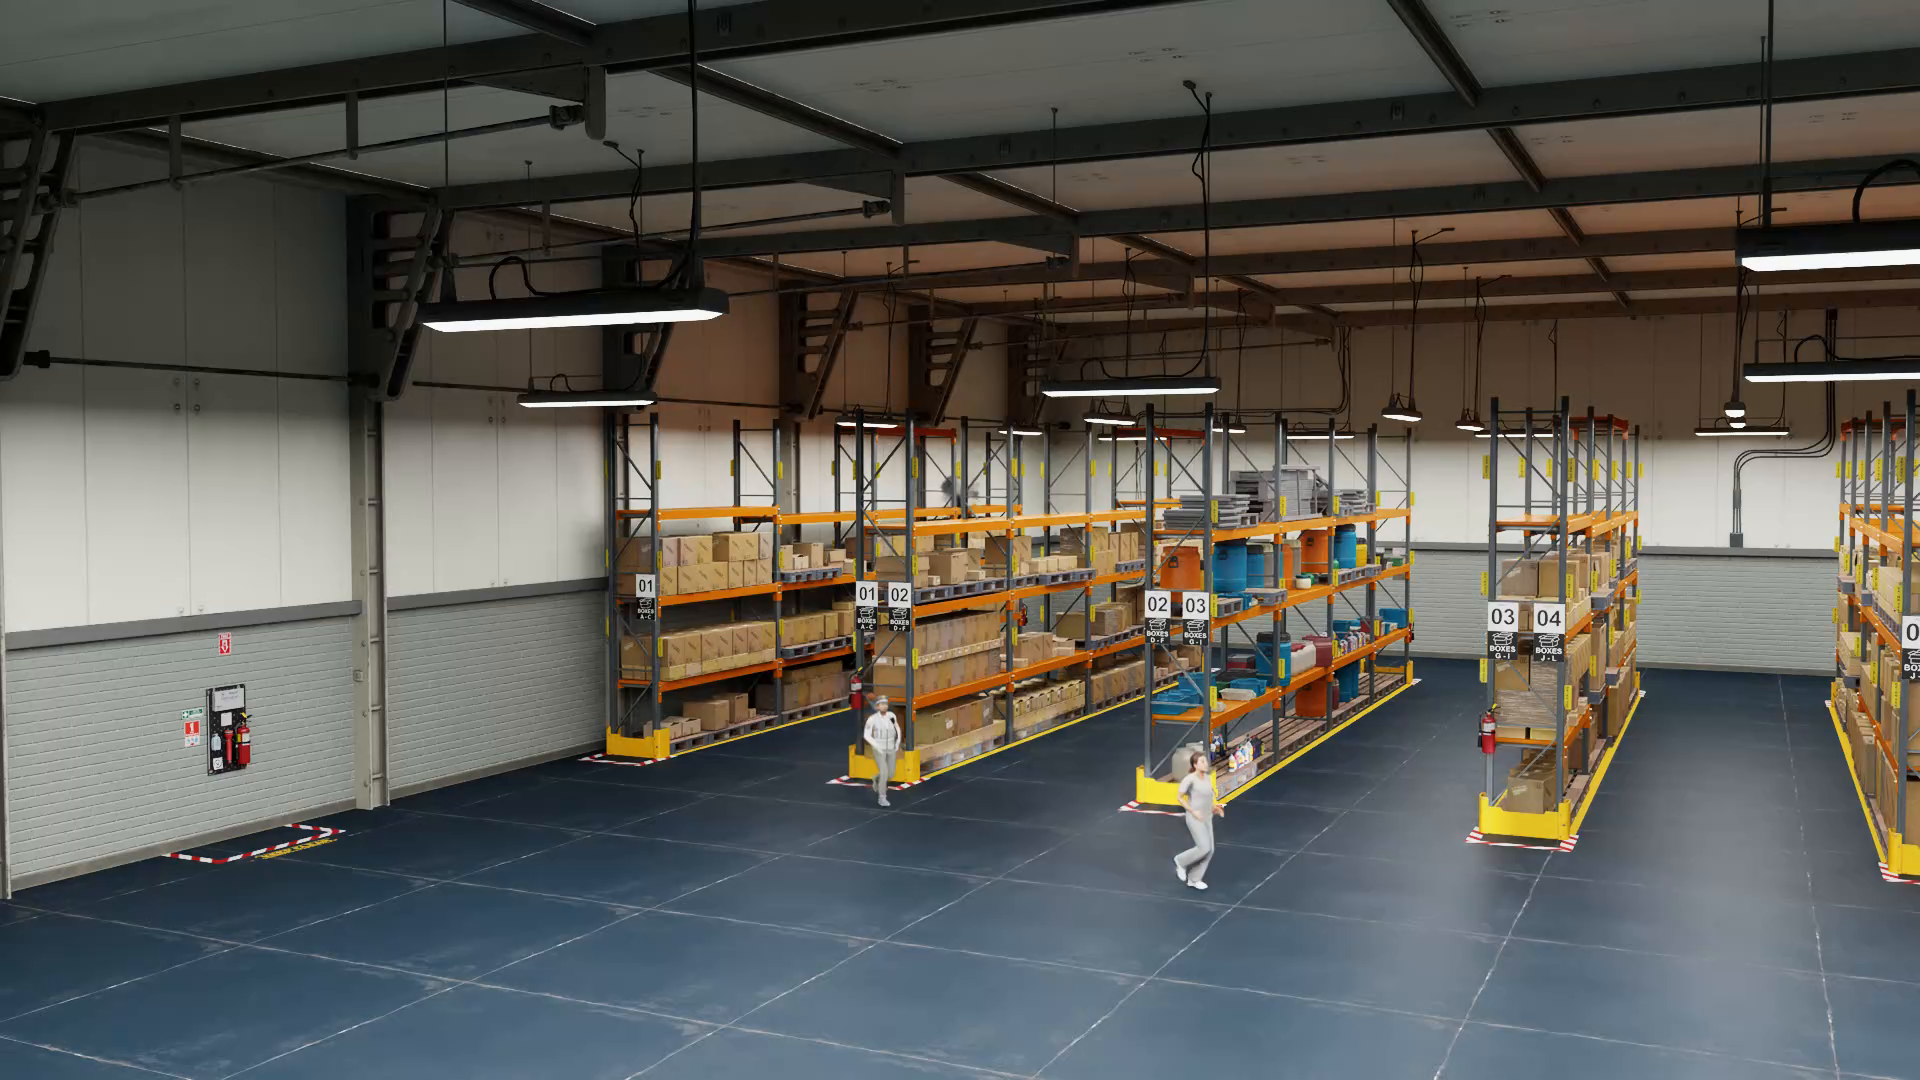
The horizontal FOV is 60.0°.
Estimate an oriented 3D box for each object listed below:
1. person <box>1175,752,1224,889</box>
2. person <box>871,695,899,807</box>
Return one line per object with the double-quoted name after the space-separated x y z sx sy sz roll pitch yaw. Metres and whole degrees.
2.855 3.347 19.898 0.546 1.624 0.554 -2 3 -42 "person"
-1.142 3.127 24.888 0.482 1.667 0.613 -1 3 -29 "person"
